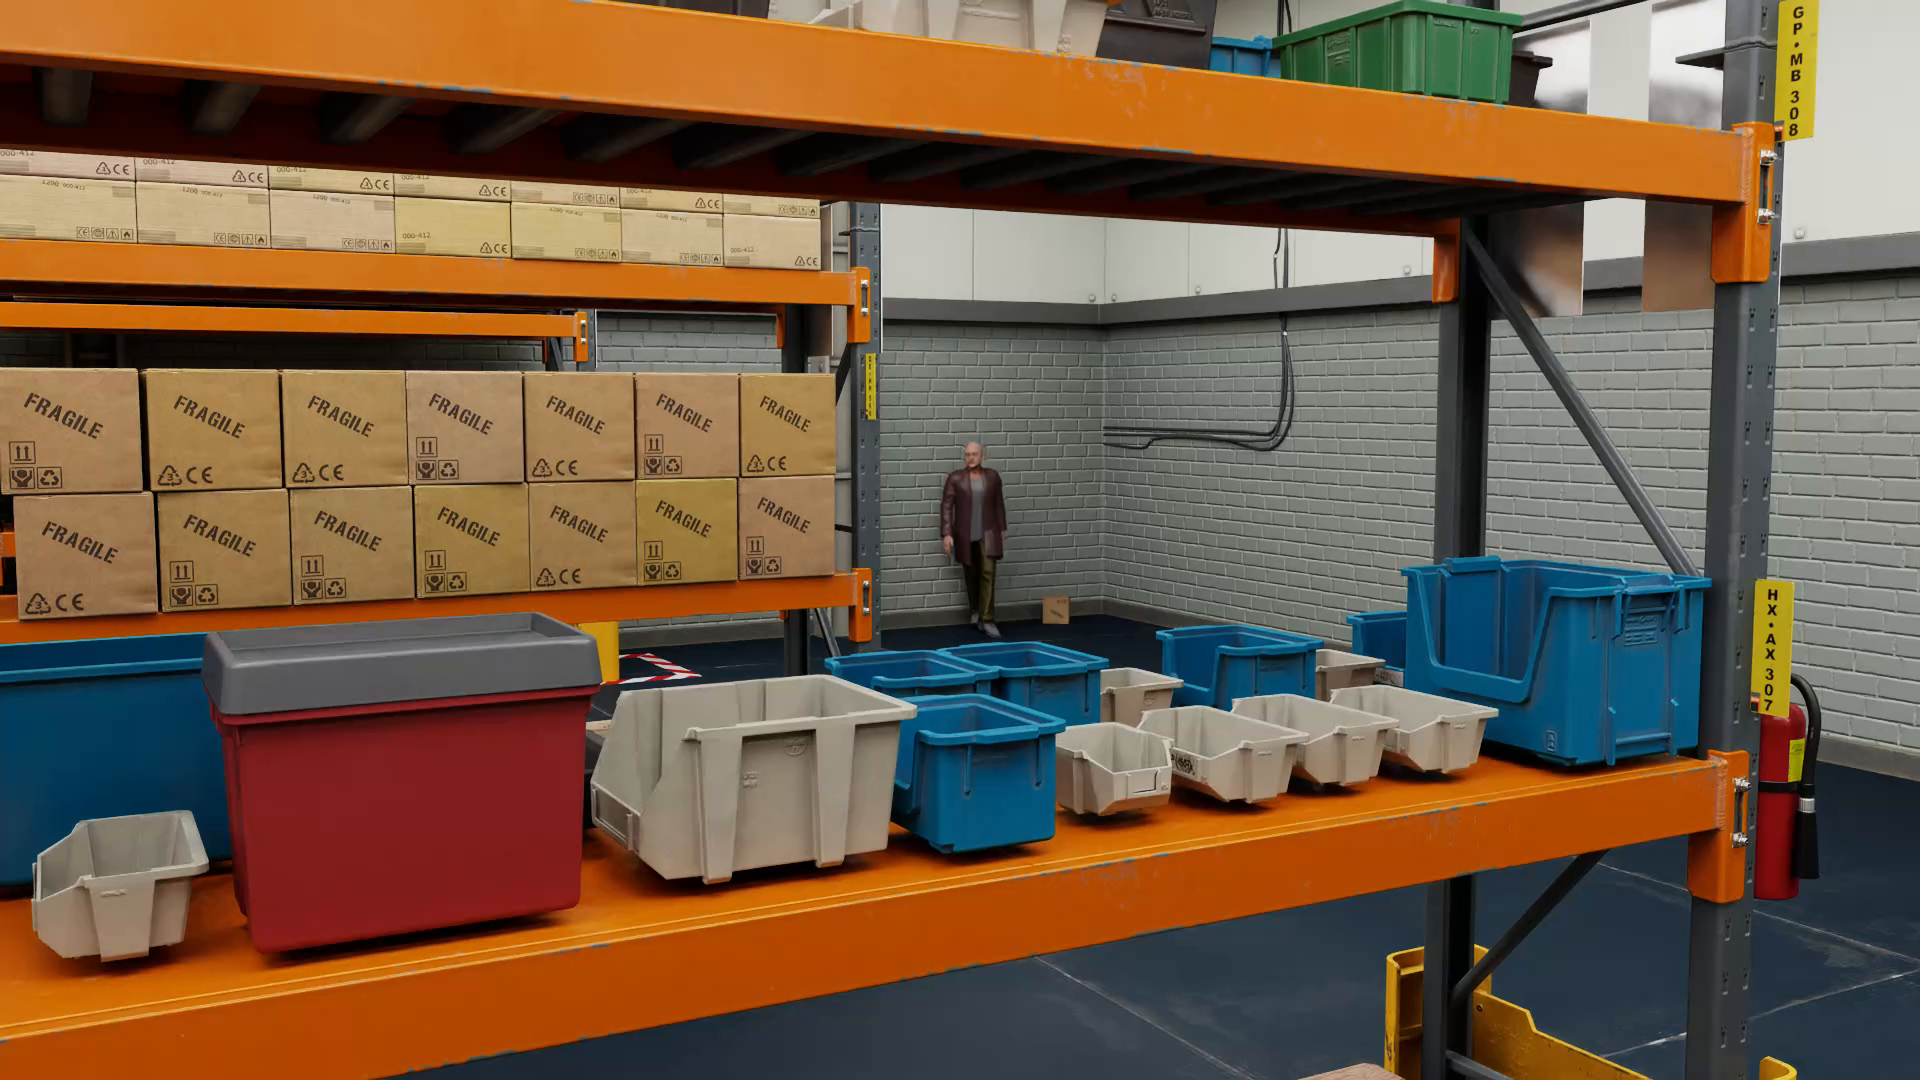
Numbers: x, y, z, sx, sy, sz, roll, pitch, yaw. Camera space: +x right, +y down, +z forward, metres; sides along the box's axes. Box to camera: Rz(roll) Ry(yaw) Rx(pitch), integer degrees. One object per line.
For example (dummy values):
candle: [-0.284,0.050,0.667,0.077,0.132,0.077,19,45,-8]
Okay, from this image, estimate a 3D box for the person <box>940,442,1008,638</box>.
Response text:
person: [0.131,-0.029,15.491,0.617,1.773,0.920,0,5,3]
